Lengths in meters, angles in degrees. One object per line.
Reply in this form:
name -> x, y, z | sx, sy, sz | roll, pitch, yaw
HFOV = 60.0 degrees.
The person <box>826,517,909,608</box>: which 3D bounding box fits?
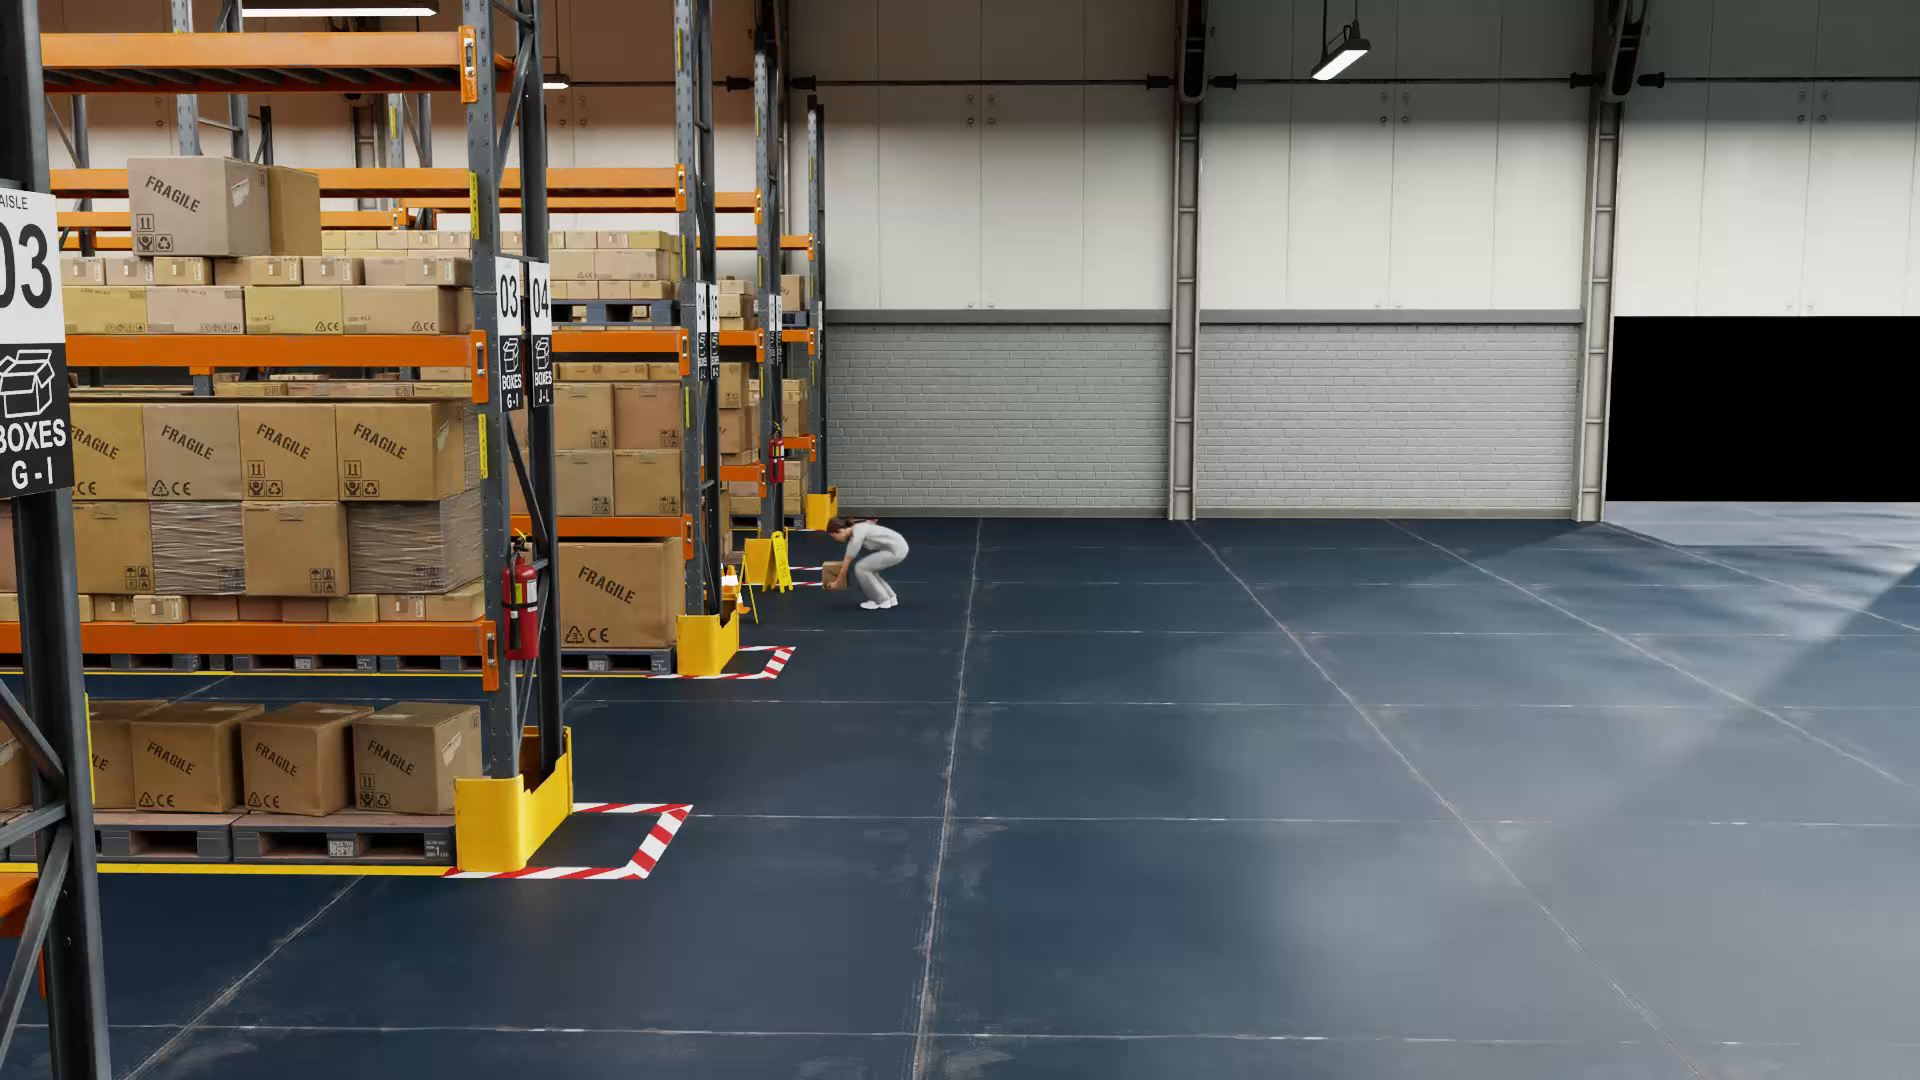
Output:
person -> -0.941, 0.222, 16.961 | 0.838, 0.939, 0.455 | 0, 7, -1
